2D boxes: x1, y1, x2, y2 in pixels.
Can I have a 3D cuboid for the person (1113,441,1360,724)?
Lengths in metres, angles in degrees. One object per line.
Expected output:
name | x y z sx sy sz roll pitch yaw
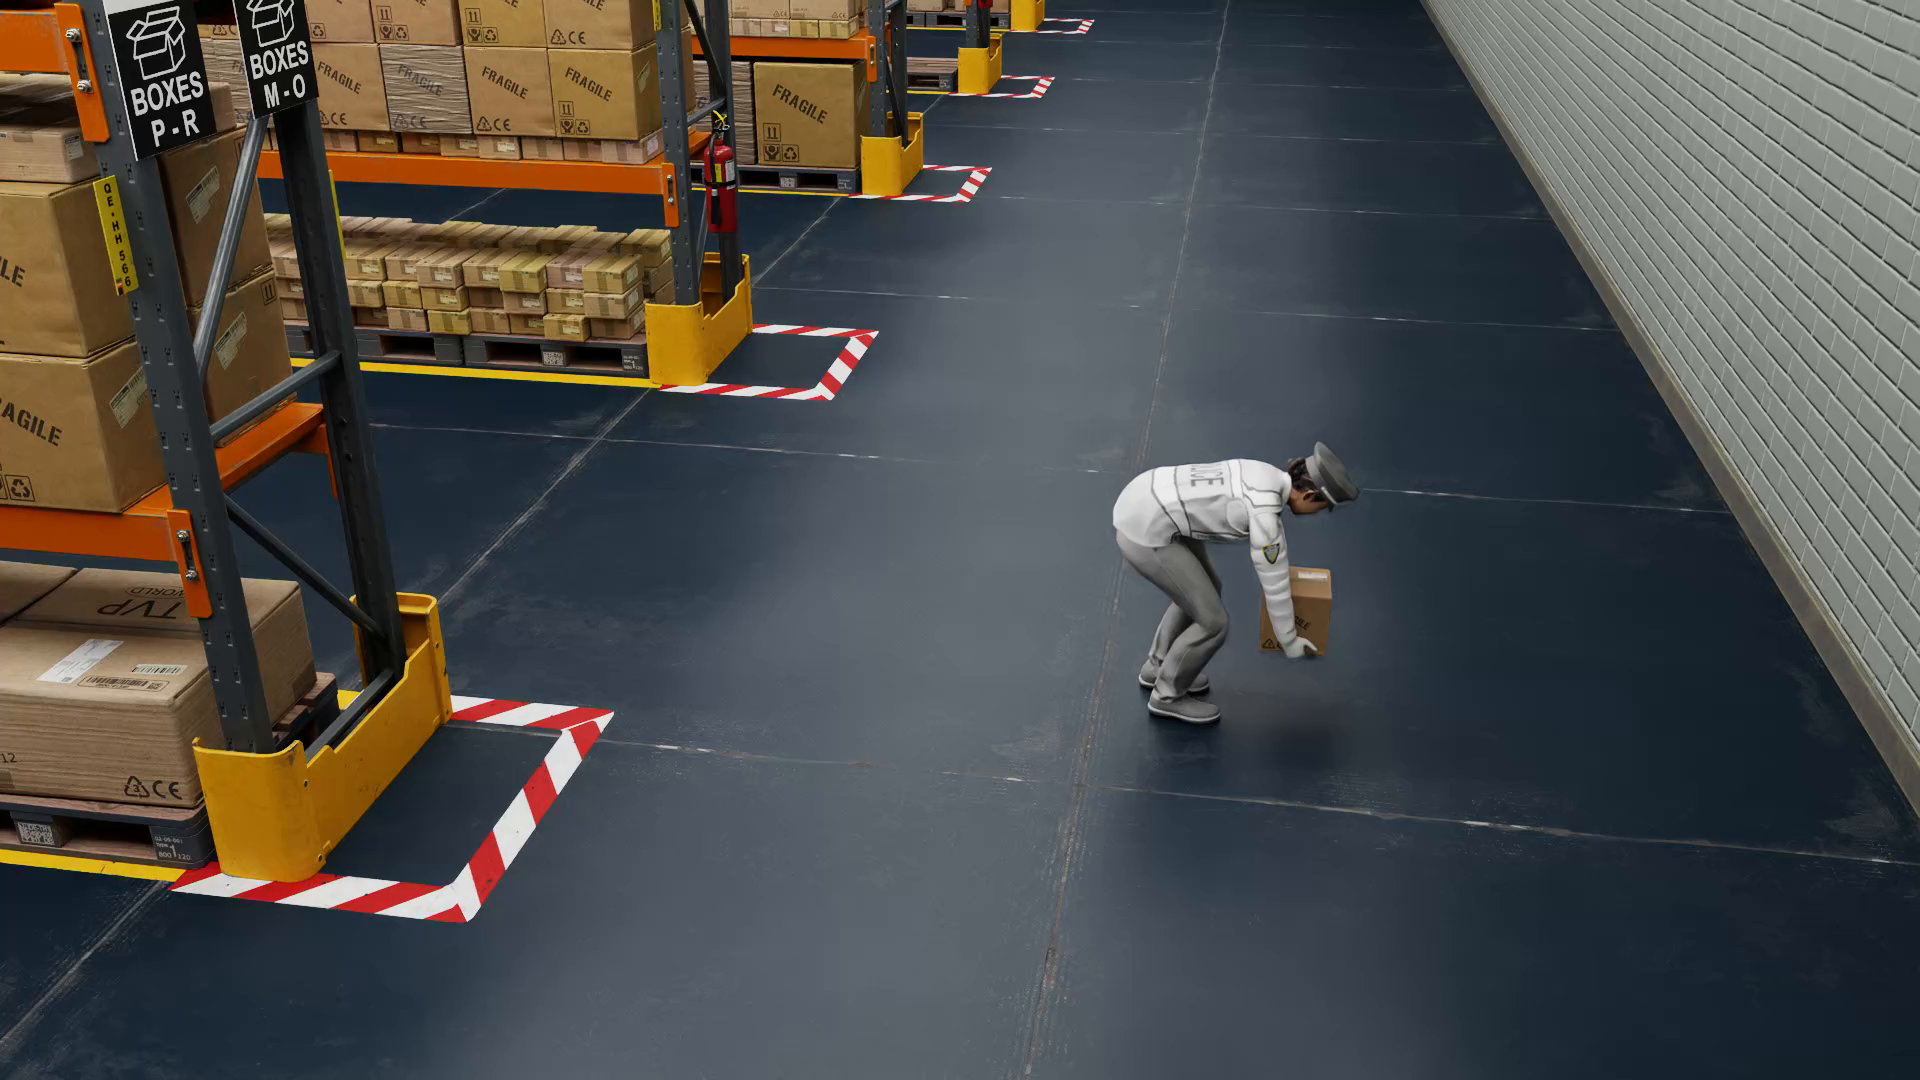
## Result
person | 1.041 0.149 6.428 0.917 1.126 0.438 3 25 6
